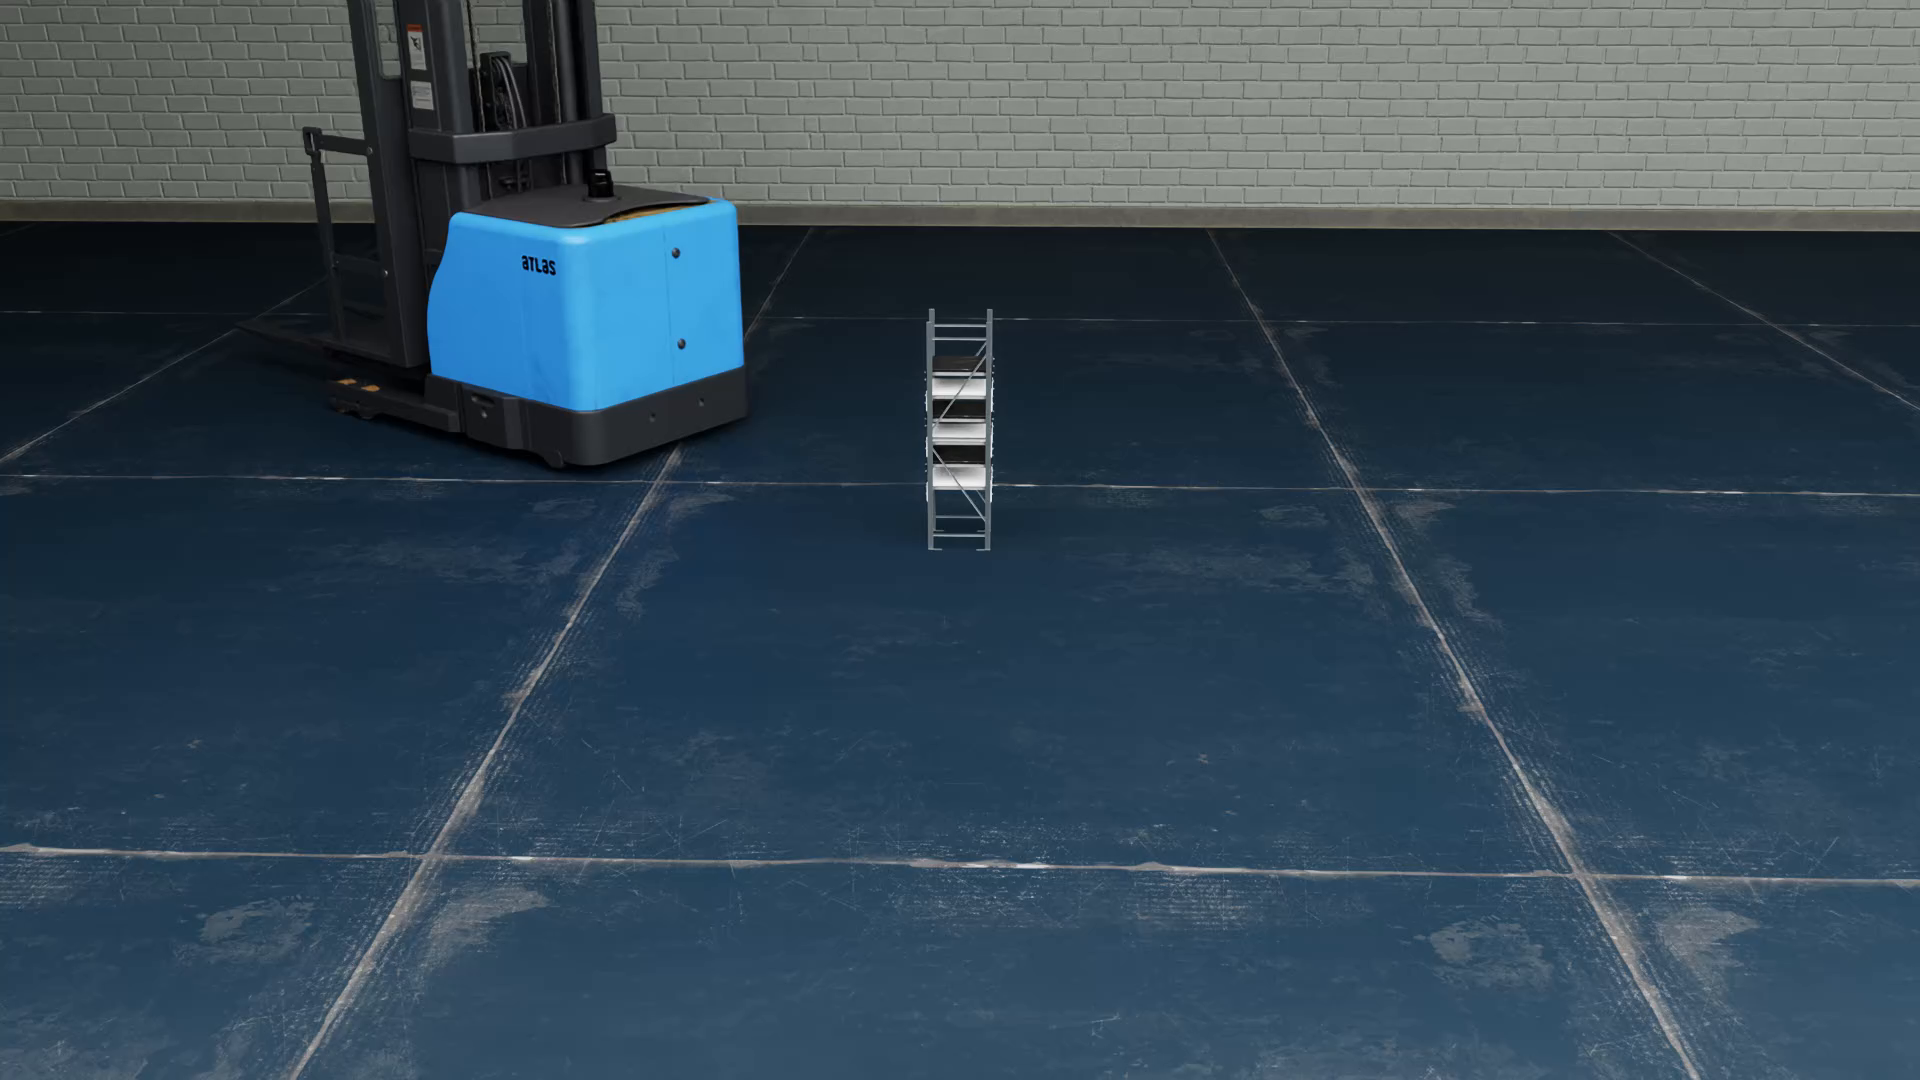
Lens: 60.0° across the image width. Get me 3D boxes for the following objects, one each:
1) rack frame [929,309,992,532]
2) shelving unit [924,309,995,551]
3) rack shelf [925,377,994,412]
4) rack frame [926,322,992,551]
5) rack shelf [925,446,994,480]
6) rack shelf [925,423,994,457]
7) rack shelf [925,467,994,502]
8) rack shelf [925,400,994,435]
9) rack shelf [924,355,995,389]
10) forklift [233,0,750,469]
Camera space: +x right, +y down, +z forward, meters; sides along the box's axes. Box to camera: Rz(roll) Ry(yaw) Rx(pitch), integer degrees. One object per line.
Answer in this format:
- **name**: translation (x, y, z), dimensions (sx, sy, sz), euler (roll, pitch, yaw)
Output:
- **rack frame**: translation (0.003, -0.453, 6.453), dimensions (0.240, 0.900, 0.006), euler (1, 21, 2)
- **shelving unit**: translation (0.000, -0.417, 6.359), dimensions (0.258, 0.900, 0.210), euler (1, 21, 2)
- **rack shelf**: translation (0.000, -0.553, 6.306), dimensions (0.258, 0.077, 0.200), euler (1, 21, 2)
- **rack frame**: translation (-0.003, -0.380, 6.264), dimensions (0.240, 0.900, 0.006), euler (1, 21, 2)
- **rack shelf**: translation (0.000, -0.302, 6.403), dimensions (0.258, 0.077, 0.200), euler (1, 21, 2)
- **rack shelf**: translation (0.000, -0.386, 6.371), dimensions (0.258, 0.077, 0.200), euler (1, 21, 2)
- **rack shelf**: translation (0.000, -0.218, 6.436), dimensions (0.258, 0.077, 0.200), euler (1, 21, 2)
- **rack shelf**: translation (0.000, -0.469, 6.338), dimensions (0.258, 0.077, 0.200), euler (1, 21, 2)
- **rack shelf**: translation (0.000, -0.637, 6.273), dimensions (0.258, 0.077, 0.200), euler (1, 21, 2)
- **forklift**: translation (-2.478, -2.083, 7.845), dimensions (3.031, 2.935, 1.130), euler (15, 26, 34)
